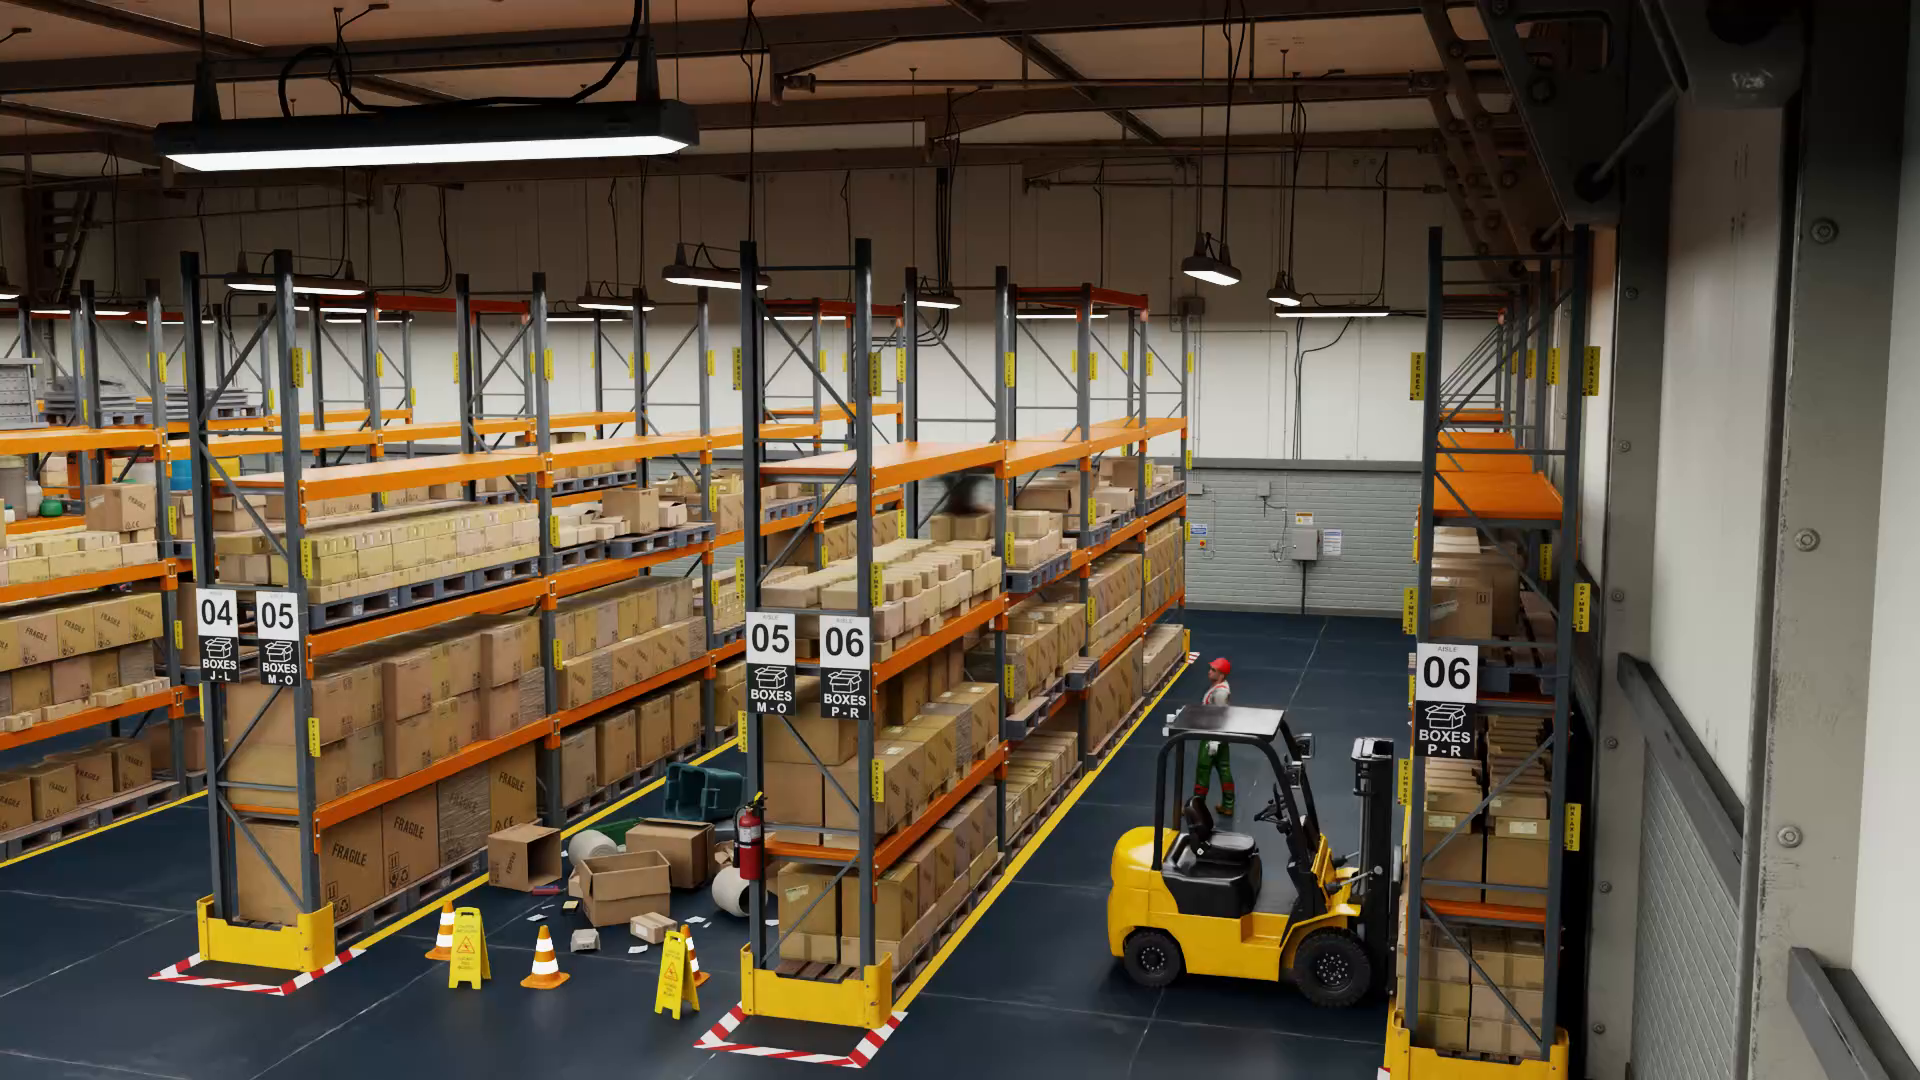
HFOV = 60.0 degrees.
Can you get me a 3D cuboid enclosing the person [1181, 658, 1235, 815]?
[{"bbox_3d":[2.775,2.200,18.686,0.627,1.777,0.609,3,7,26],"label":"person"}]
